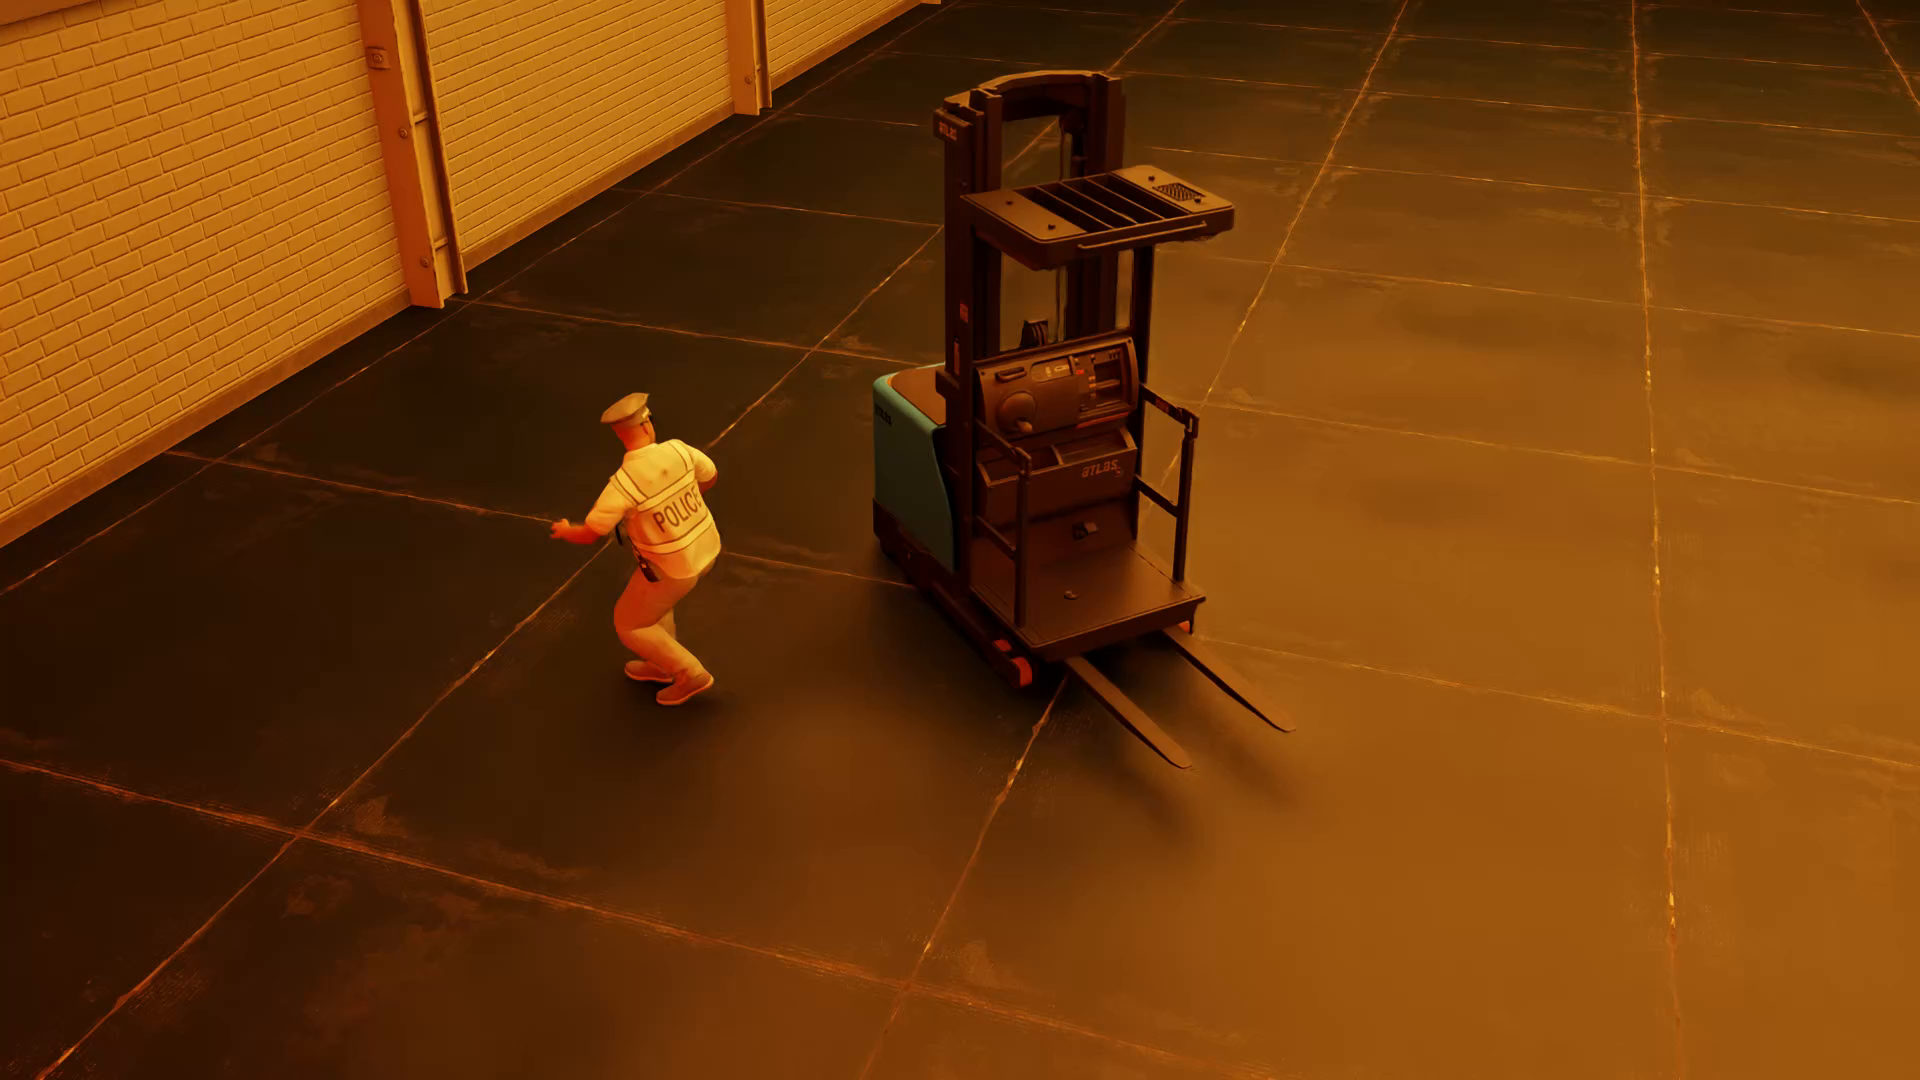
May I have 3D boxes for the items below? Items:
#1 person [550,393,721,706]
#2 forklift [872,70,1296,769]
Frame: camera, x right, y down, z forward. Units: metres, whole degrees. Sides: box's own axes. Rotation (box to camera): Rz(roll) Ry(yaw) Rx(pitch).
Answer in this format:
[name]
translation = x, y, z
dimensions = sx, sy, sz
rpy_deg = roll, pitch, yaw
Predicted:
[person]
translation = -1.599, 0.021, 8.394
dimensions = 0.789, 1.654, 0.843
rpy_deg = 14, 32, 23
[forklift]
translation = 0.618, -0.750, 8.451
dimensions = 1.130, 2.935, 3.031
rpy_deg = -15, 33, -24
